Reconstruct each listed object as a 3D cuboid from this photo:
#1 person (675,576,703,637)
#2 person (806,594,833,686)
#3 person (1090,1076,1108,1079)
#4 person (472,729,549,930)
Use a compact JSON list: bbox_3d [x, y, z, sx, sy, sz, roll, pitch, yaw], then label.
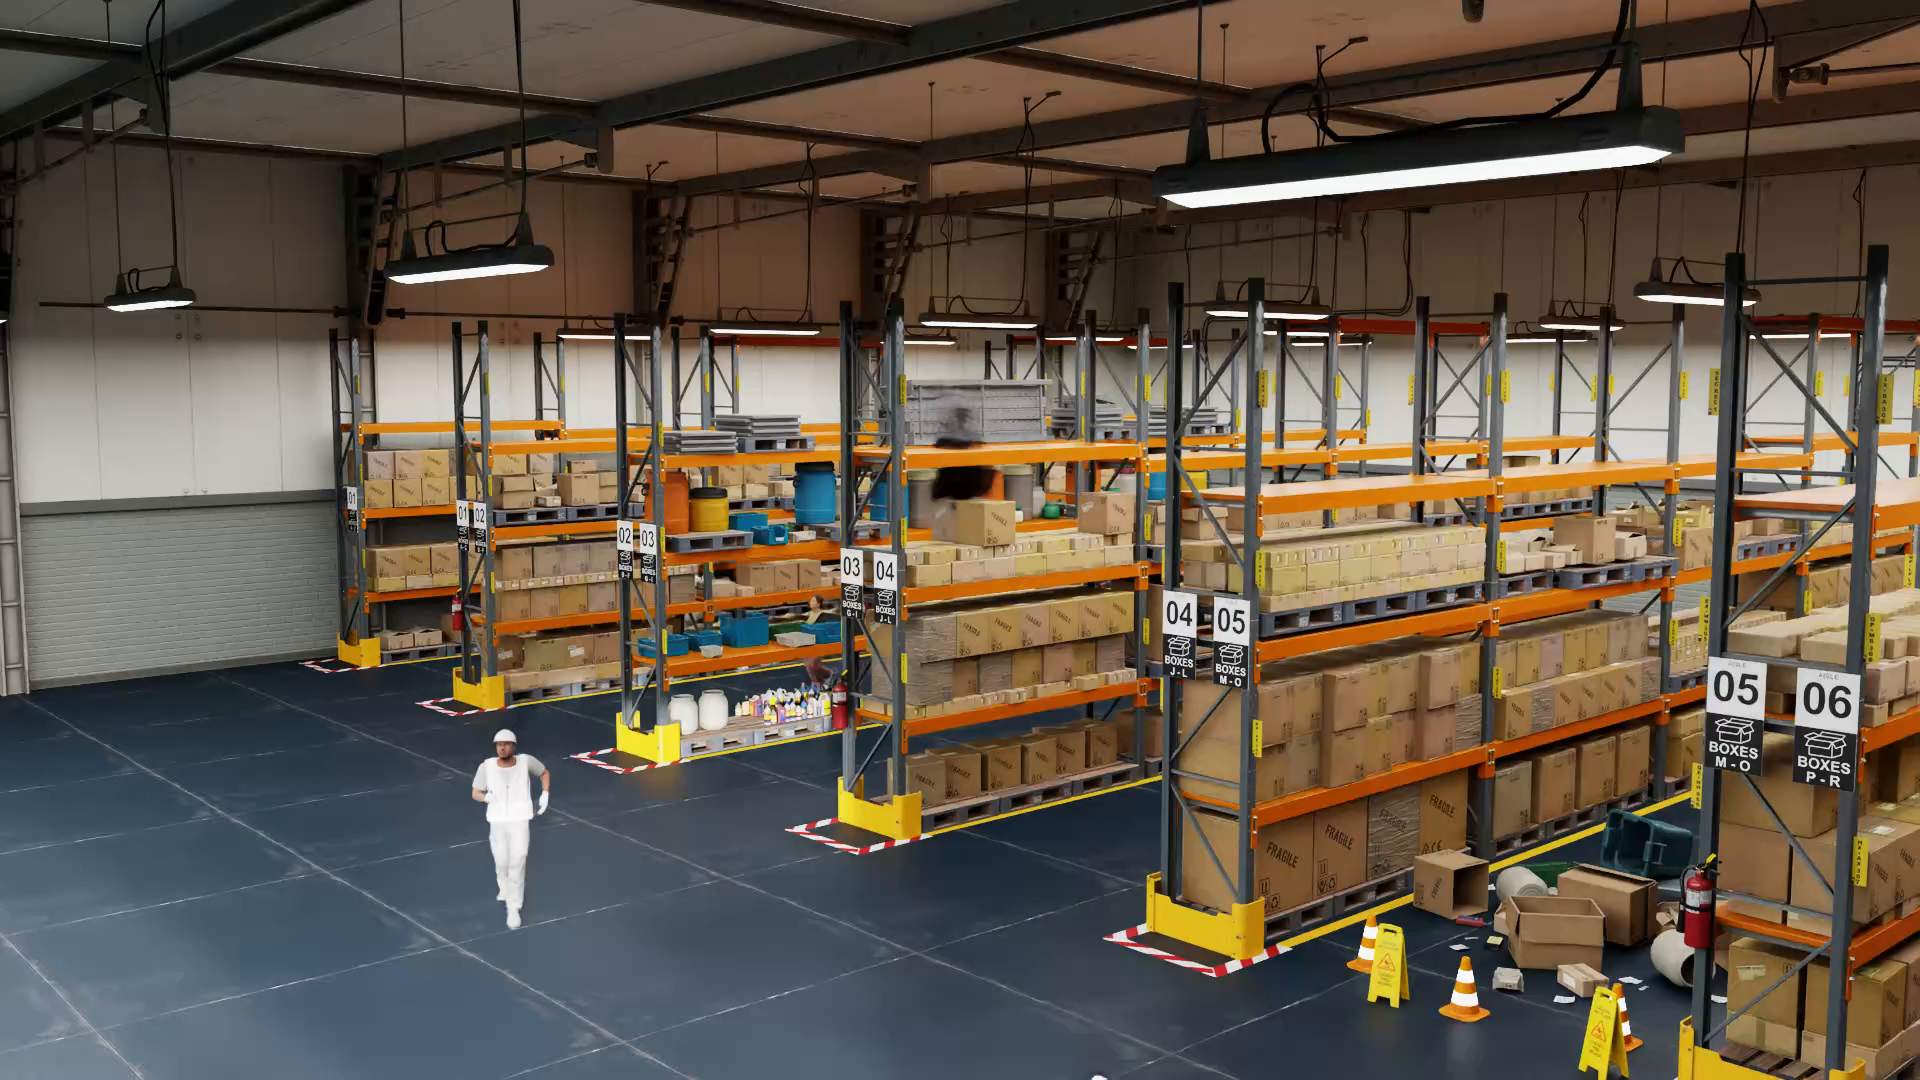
[{"bbox_3d":[-4.969,1.272,30.728,0.711,1.743,0.756,5,7,39],"label":"person"},{"bbox_3d":[-2.294,1.697,26.975,0.547,1.636,0.580,-6,8,-44],"label":"person"},{"bbox_3d":[0.683,3.502,8.237,0.669,1.730,0.586,0,6,-2],"label":"person"},{"bbox_3d":[-4.316,2.711,15.932,0.690,1.799,0.945,-1,6,-6],"label":"person"}]
